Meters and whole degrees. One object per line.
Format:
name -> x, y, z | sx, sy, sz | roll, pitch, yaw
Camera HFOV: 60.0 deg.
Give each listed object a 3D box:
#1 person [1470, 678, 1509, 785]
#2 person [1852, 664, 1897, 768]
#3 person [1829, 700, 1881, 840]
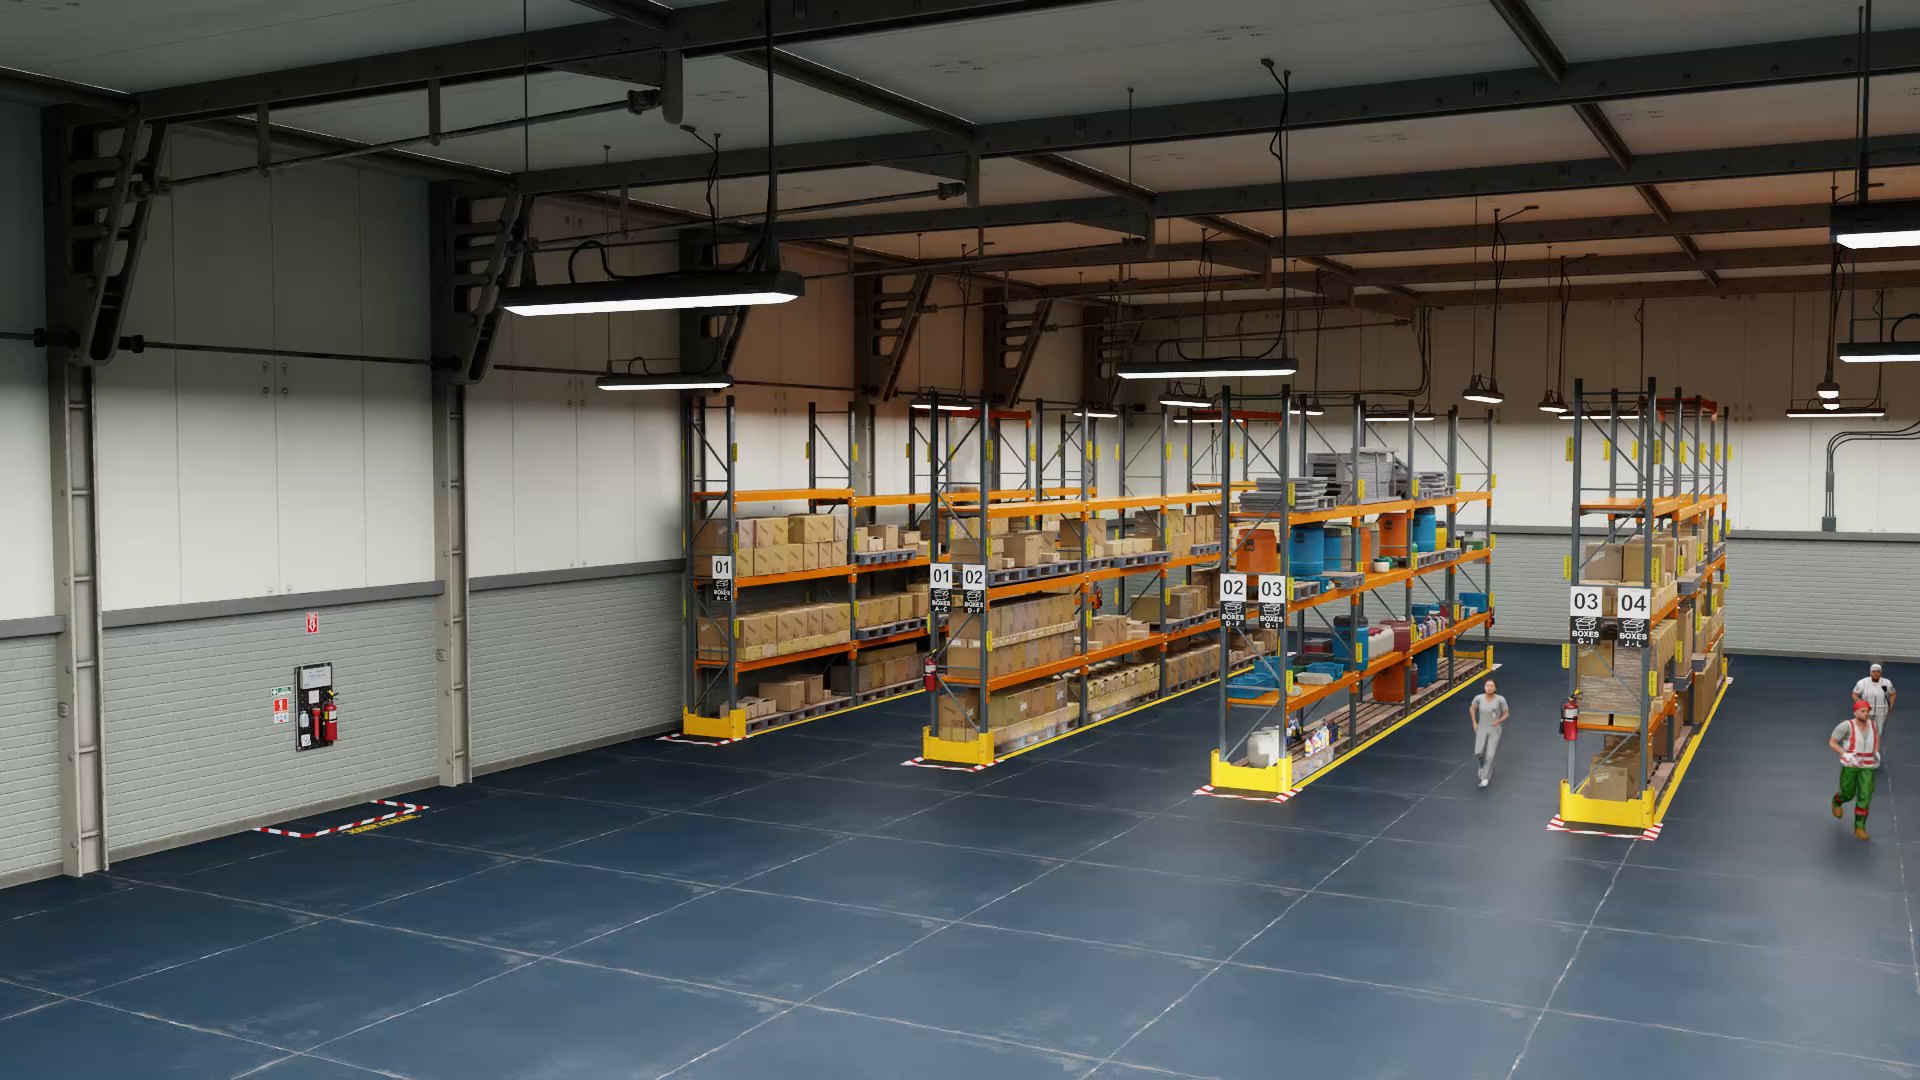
person -> 7.914, 2.877, 24.898 | 0.570, 1.627, 0.538 | 1, 3, 23
person -> 14.658, 2.798, 26.668 | 0.630, 1.649, 0.743 | 1, 3, 26
person -> 11.764, 2.972, 21.848 | 0.683, 1.769, 0.969 | 0, 3, 2
